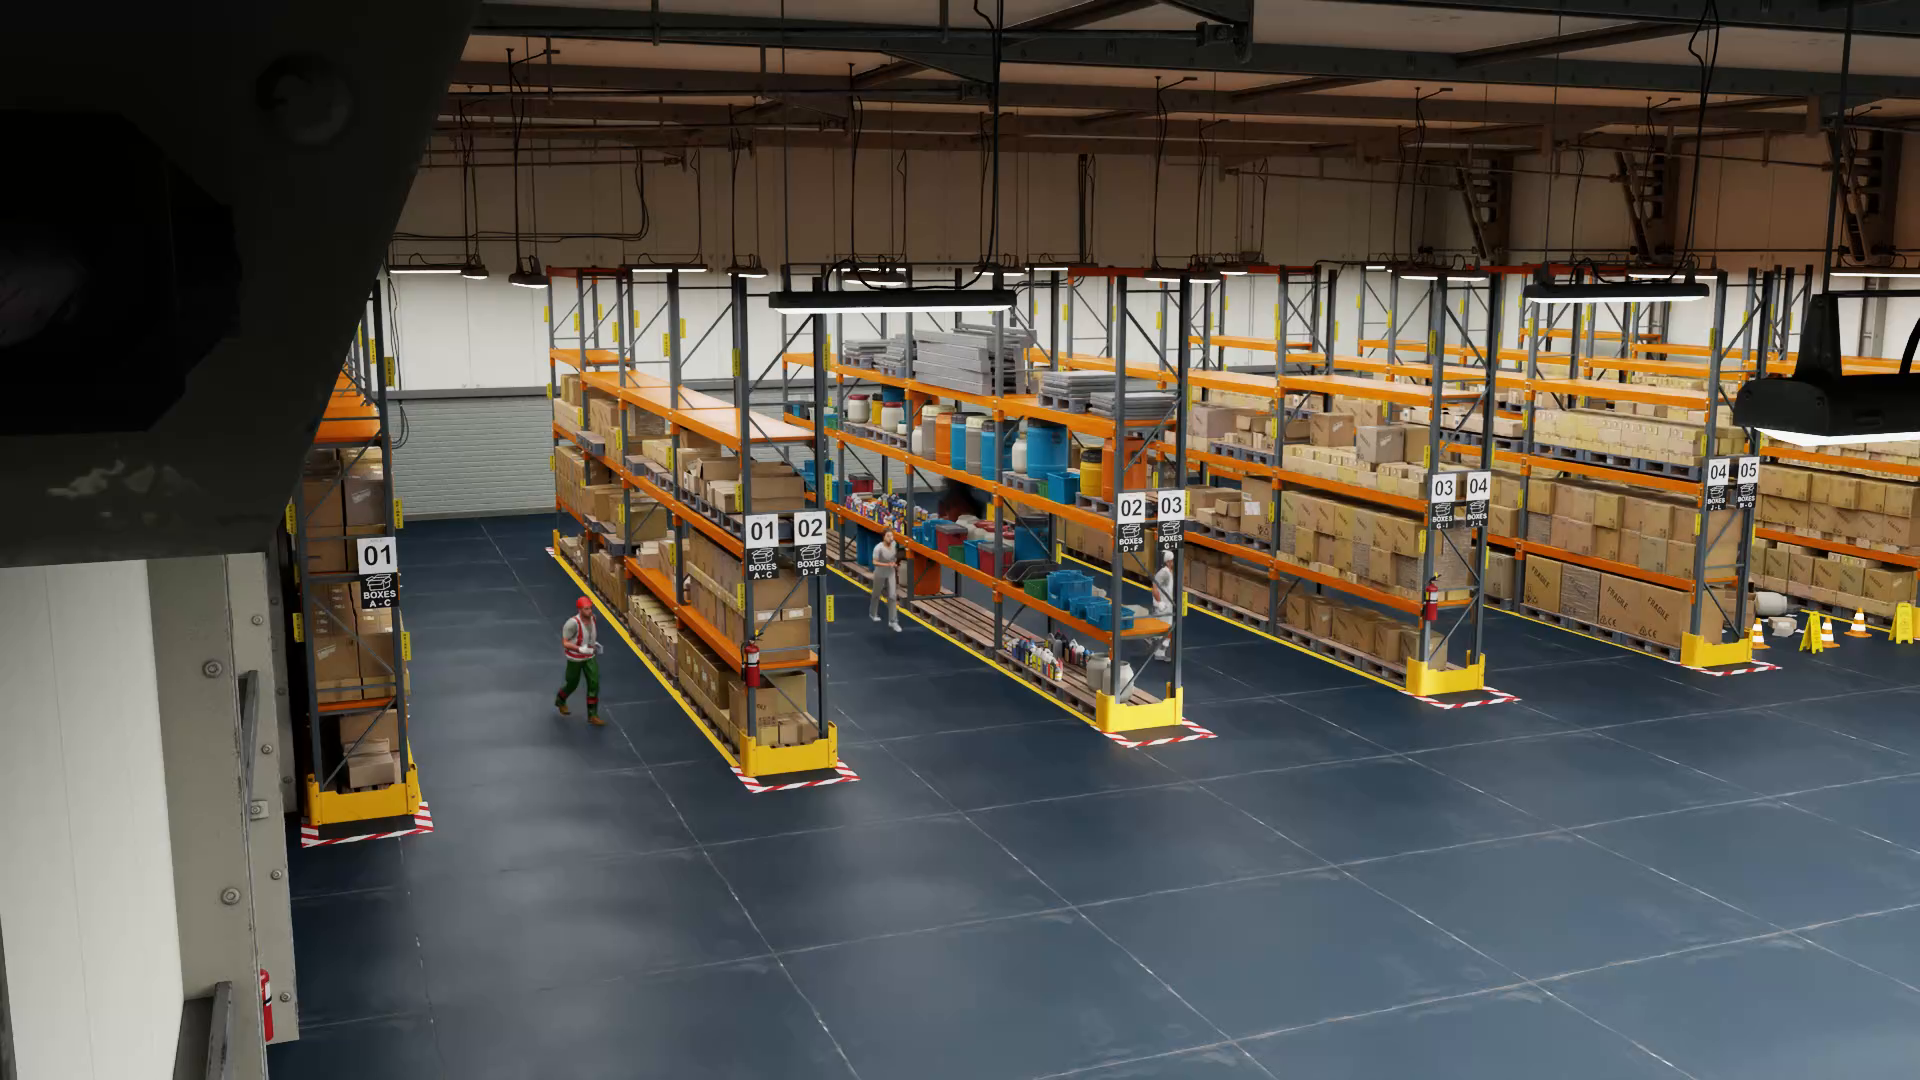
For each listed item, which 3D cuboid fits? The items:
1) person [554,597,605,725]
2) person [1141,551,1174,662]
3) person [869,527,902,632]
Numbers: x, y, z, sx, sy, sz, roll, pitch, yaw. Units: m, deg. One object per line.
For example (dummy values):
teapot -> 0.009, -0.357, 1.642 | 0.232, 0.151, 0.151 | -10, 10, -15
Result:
person -> -5.155, 1.594, 22.456 | 0.960, 1.753, 0.678 | 9, 13, 42
person -> 3.111, 1.019, 25.828 | 0.620, 1.734, 0.701 | 6, 12, 31
person -> -1.215, 0.603, 26.846 | 0.561, 1.678, 0.915 | -5, 11, -26
